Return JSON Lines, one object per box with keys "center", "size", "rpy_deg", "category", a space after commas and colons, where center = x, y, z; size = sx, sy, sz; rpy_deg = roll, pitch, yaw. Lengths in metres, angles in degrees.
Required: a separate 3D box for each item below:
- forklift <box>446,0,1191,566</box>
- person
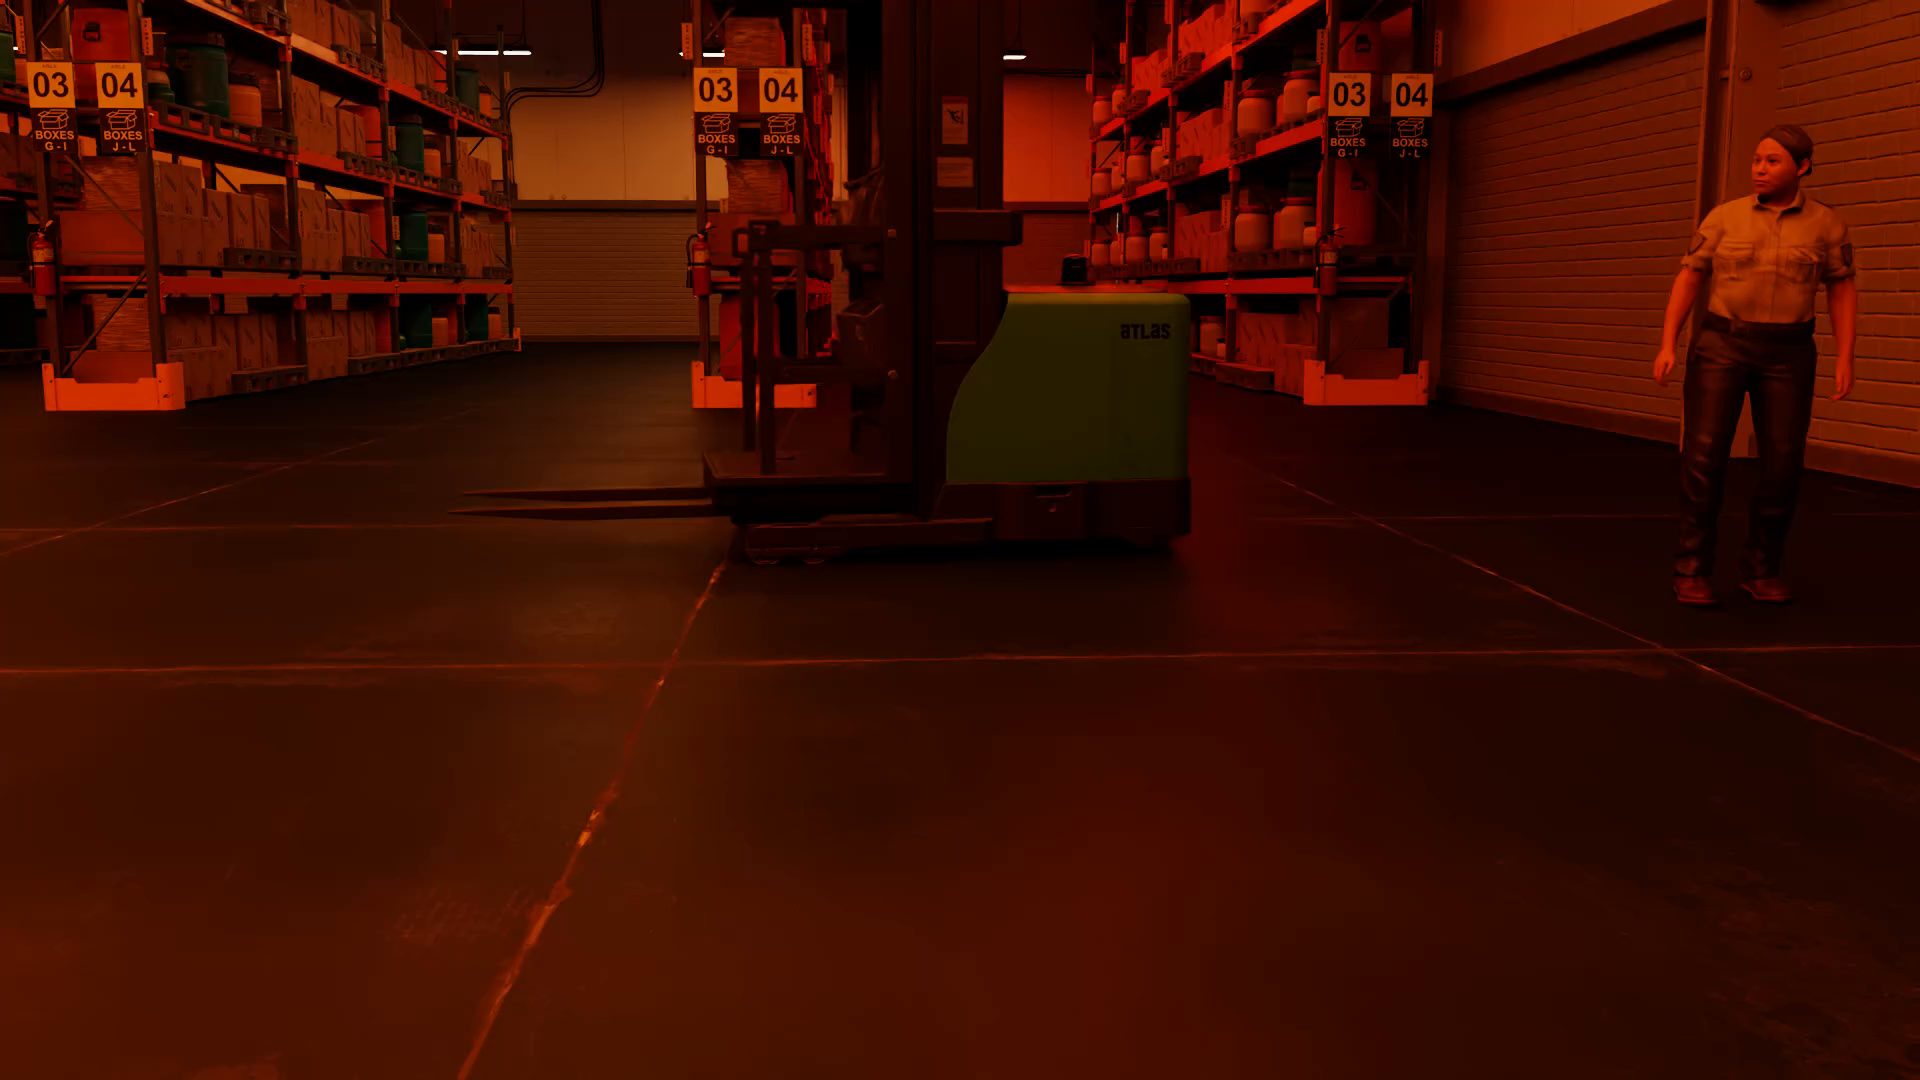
{"center": [-0.599, -1.431, 6.966], "size": [3.031, 2.935, 1.130], "rpy_deg": [-2, 9, -11], "category": "forklift"}
{"center": [2.758, -0.600, 5.770], "size": [0.643, 1.644, 0.446], "rpy_deg": [3, 9, 17], "category": "person"}
